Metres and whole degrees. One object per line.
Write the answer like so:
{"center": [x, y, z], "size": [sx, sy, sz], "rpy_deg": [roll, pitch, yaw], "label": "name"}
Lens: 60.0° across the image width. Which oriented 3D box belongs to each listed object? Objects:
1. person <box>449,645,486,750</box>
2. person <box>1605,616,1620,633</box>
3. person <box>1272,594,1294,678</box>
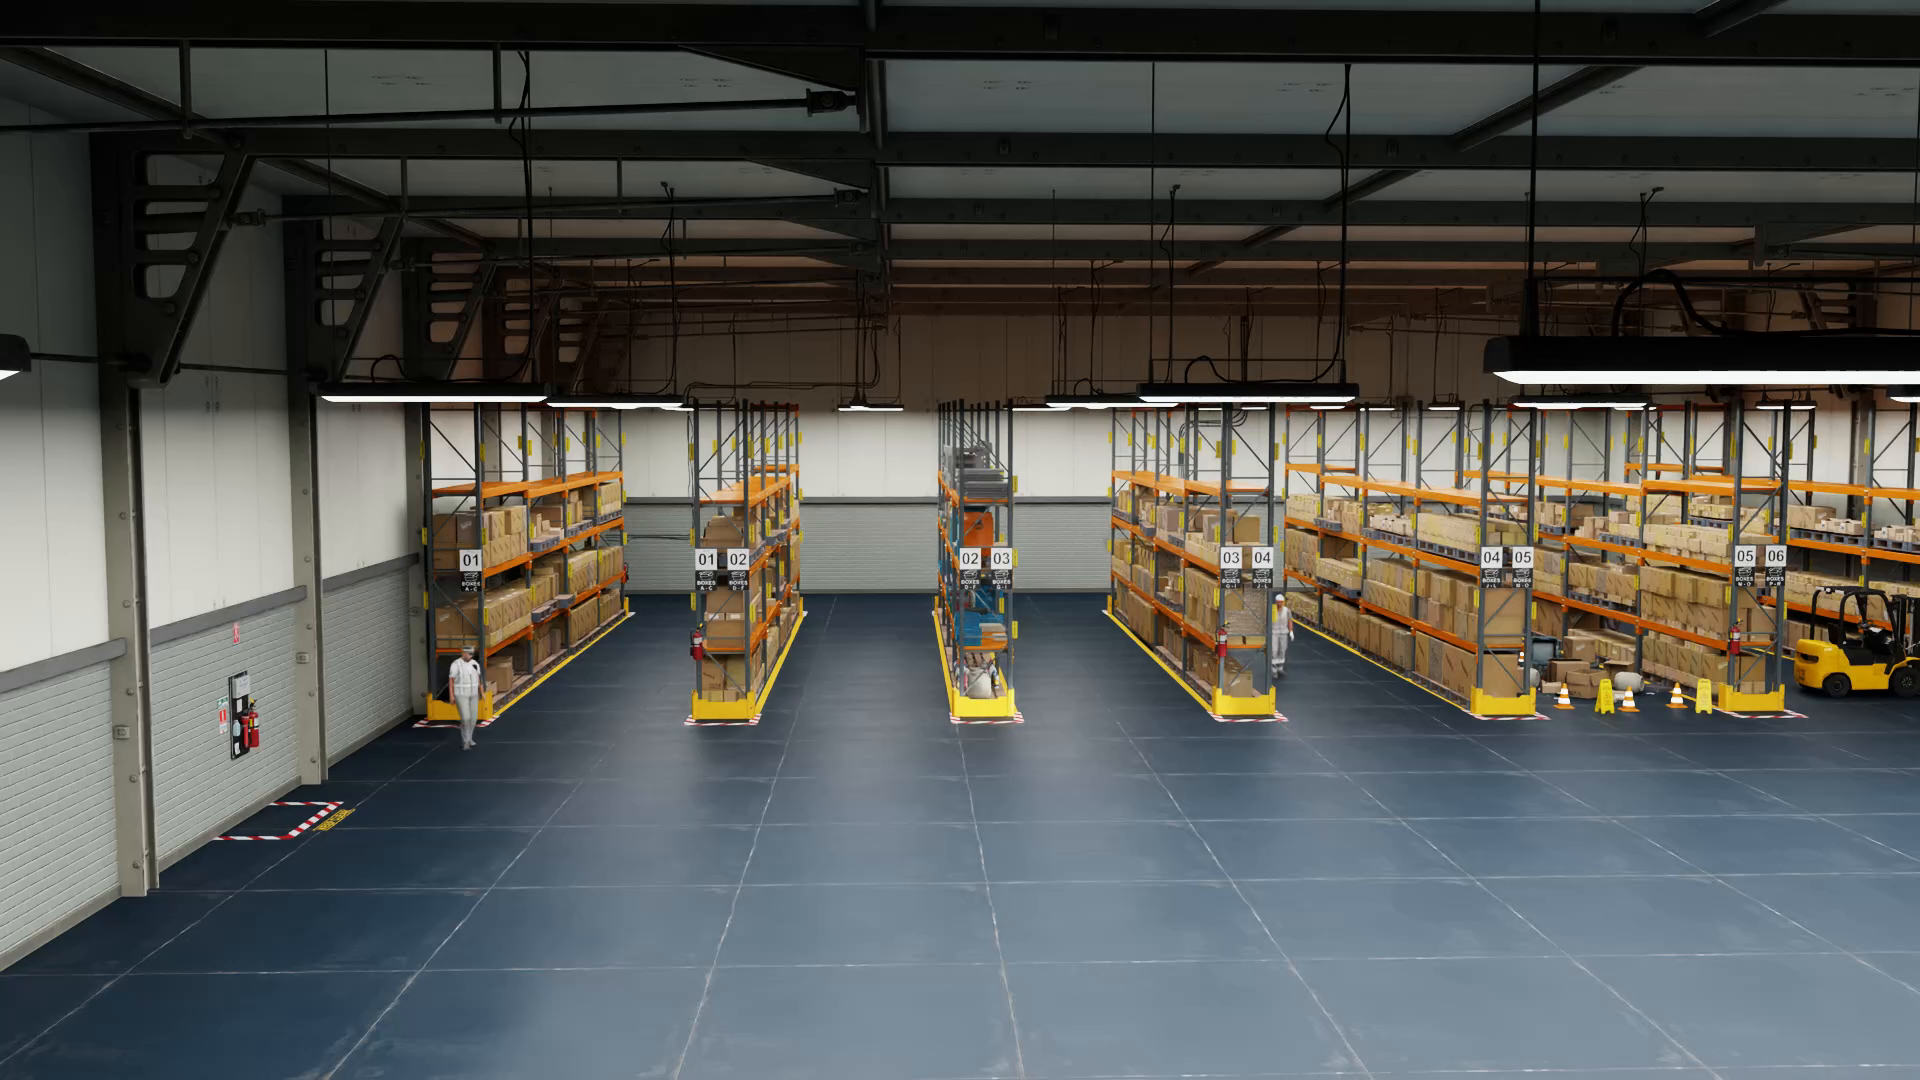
{"center": [-8.431, 2.719, 28.542], "size": [0.533, 1.829, 0.564], "rpy_deg": [4, 6, 41], "label": "person"}
{"center": [16.954, 1.606, 43.110], "size": [0.566, 1.754, 0.383], "rpy_deg": [-2, 5, -30], "label": "person"}
{"center": [6.973, 2.091, 36.269], "size": [0.583, 1.830, 0.566], "rpy_deg": [0, 4, 2], "label": "person"}
